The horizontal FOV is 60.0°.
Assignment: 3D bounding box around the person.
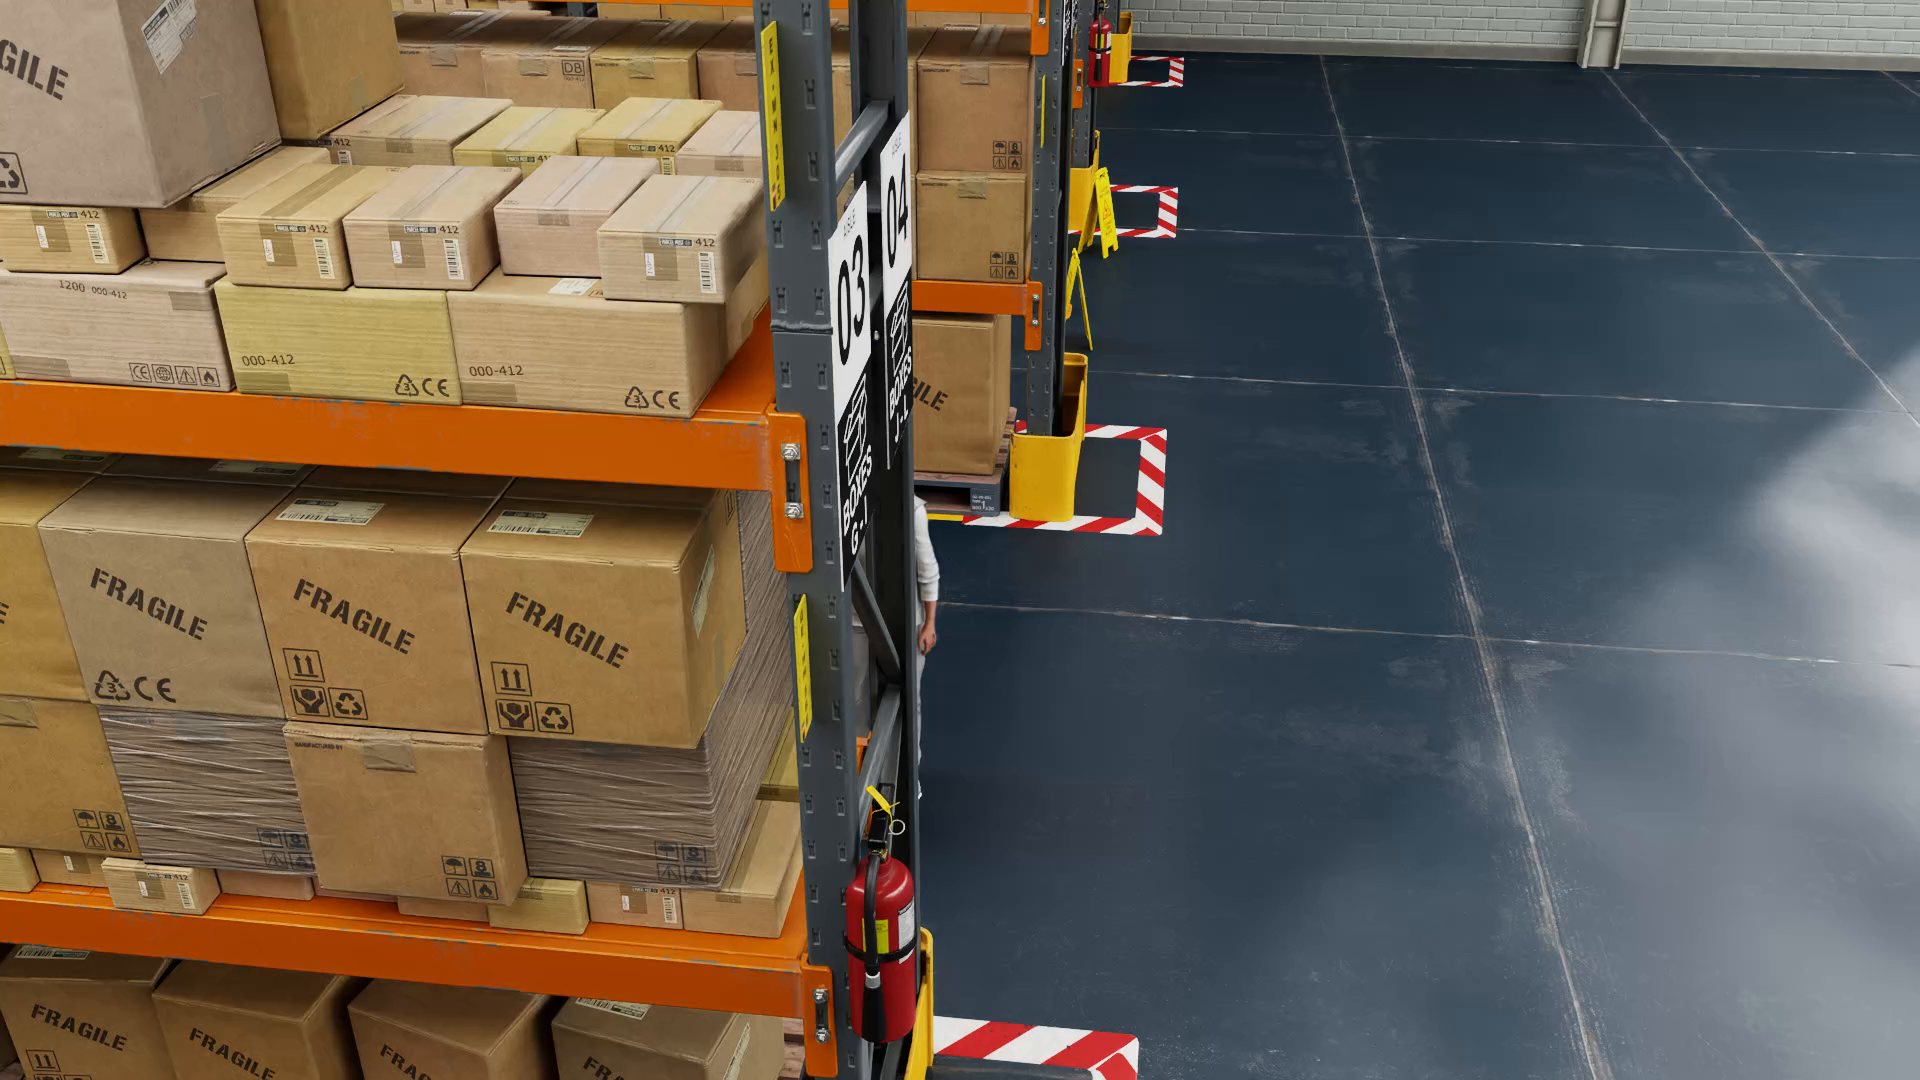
[{"bbox_3d":[-0.312,0.323,6.547,0.461,1.593,0.343,4,29,7],"label":"person"}]
